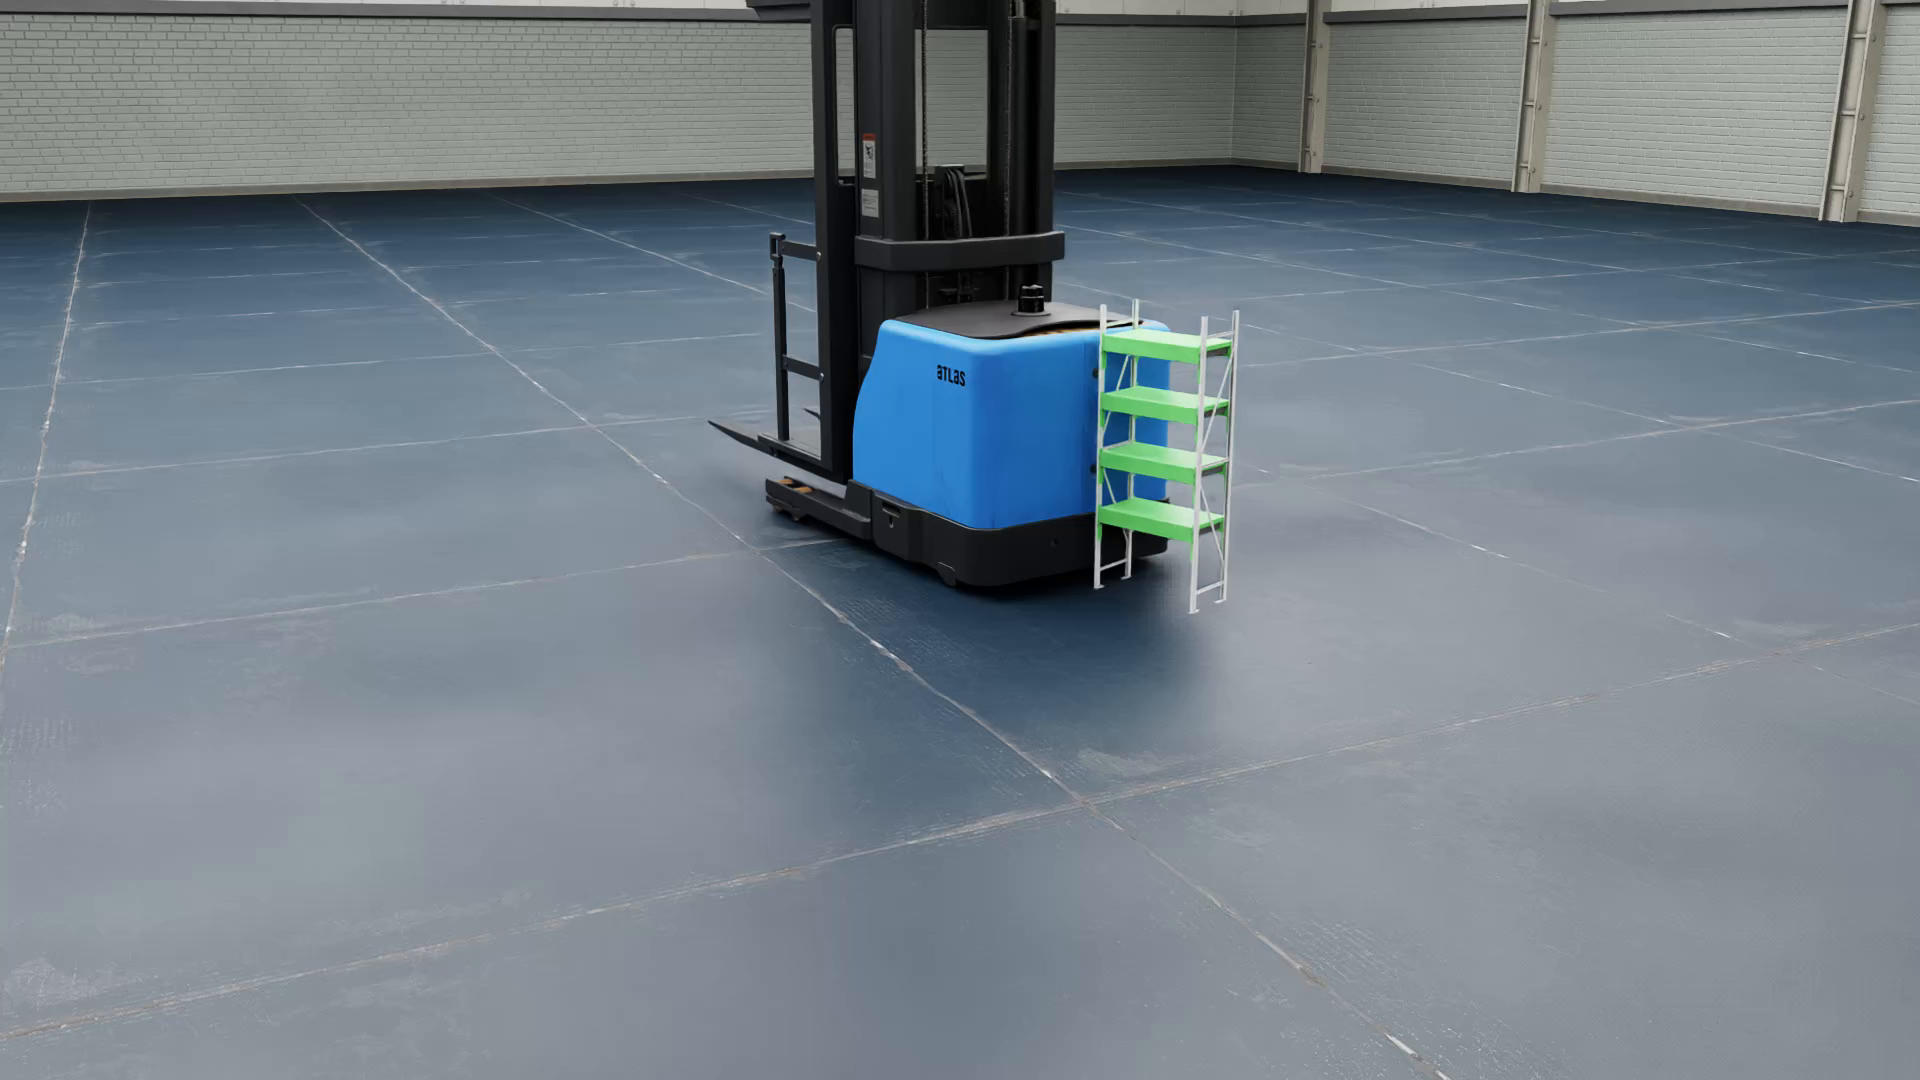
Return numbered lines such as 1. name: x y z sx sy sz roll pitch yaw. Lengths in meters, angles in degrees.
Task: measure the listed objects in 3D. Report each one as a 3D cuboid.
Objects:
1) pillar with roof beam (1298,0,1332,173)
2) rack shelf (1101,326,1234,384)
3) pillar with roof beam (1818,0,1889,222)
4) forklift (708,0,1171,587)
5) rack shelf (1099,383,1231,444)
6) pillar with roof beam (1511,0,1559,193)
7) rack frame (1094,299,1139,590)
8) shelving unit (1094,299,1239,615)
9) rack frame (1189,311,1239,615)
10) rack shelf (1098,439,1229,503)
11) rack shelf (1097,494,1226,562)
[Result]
1. pillar with roof beam: 3.244 -11.281 30.749 9.100 9.000 0.400 -8 18 -25
2. rack shelf: 0.832 -0.747 6.669 0.480 0.148 0.258 14 21 40
3. pillar with roof beam: 8.501 -8.306 20.380 9.100 9.000 0.400 -8 18 -25
4. forklift: -0.305 -1.566 7.895 1.130 2.935 3.031 -10 19 -32
5. rack shelf: 0.832 -0.516 6.735 0.480 0.148 0.258 14 21 40
6. pillar with roof beam: 5.872 -9.794 25.565 9.100 9.000 0.400 -8 18 -25
7. rack frame: 0.651 -0.392 6.941 0.015 1.200 0.240 14 21 40
8. shelving unit: 0.832 -0.347 6.783 0.503 1.200 0.258 14 21 40
9. rack frame: 1.012 -0.301 6.626 0.015 1.200 0.240 14 21 40
10. rack shelf: 0.832 -0.285 6.801 0.480 0.148 0.258 14 21 40
11. rack shelf: 0.832 -0.055 6.867 0.480 0.148 0.258 14 21 40
